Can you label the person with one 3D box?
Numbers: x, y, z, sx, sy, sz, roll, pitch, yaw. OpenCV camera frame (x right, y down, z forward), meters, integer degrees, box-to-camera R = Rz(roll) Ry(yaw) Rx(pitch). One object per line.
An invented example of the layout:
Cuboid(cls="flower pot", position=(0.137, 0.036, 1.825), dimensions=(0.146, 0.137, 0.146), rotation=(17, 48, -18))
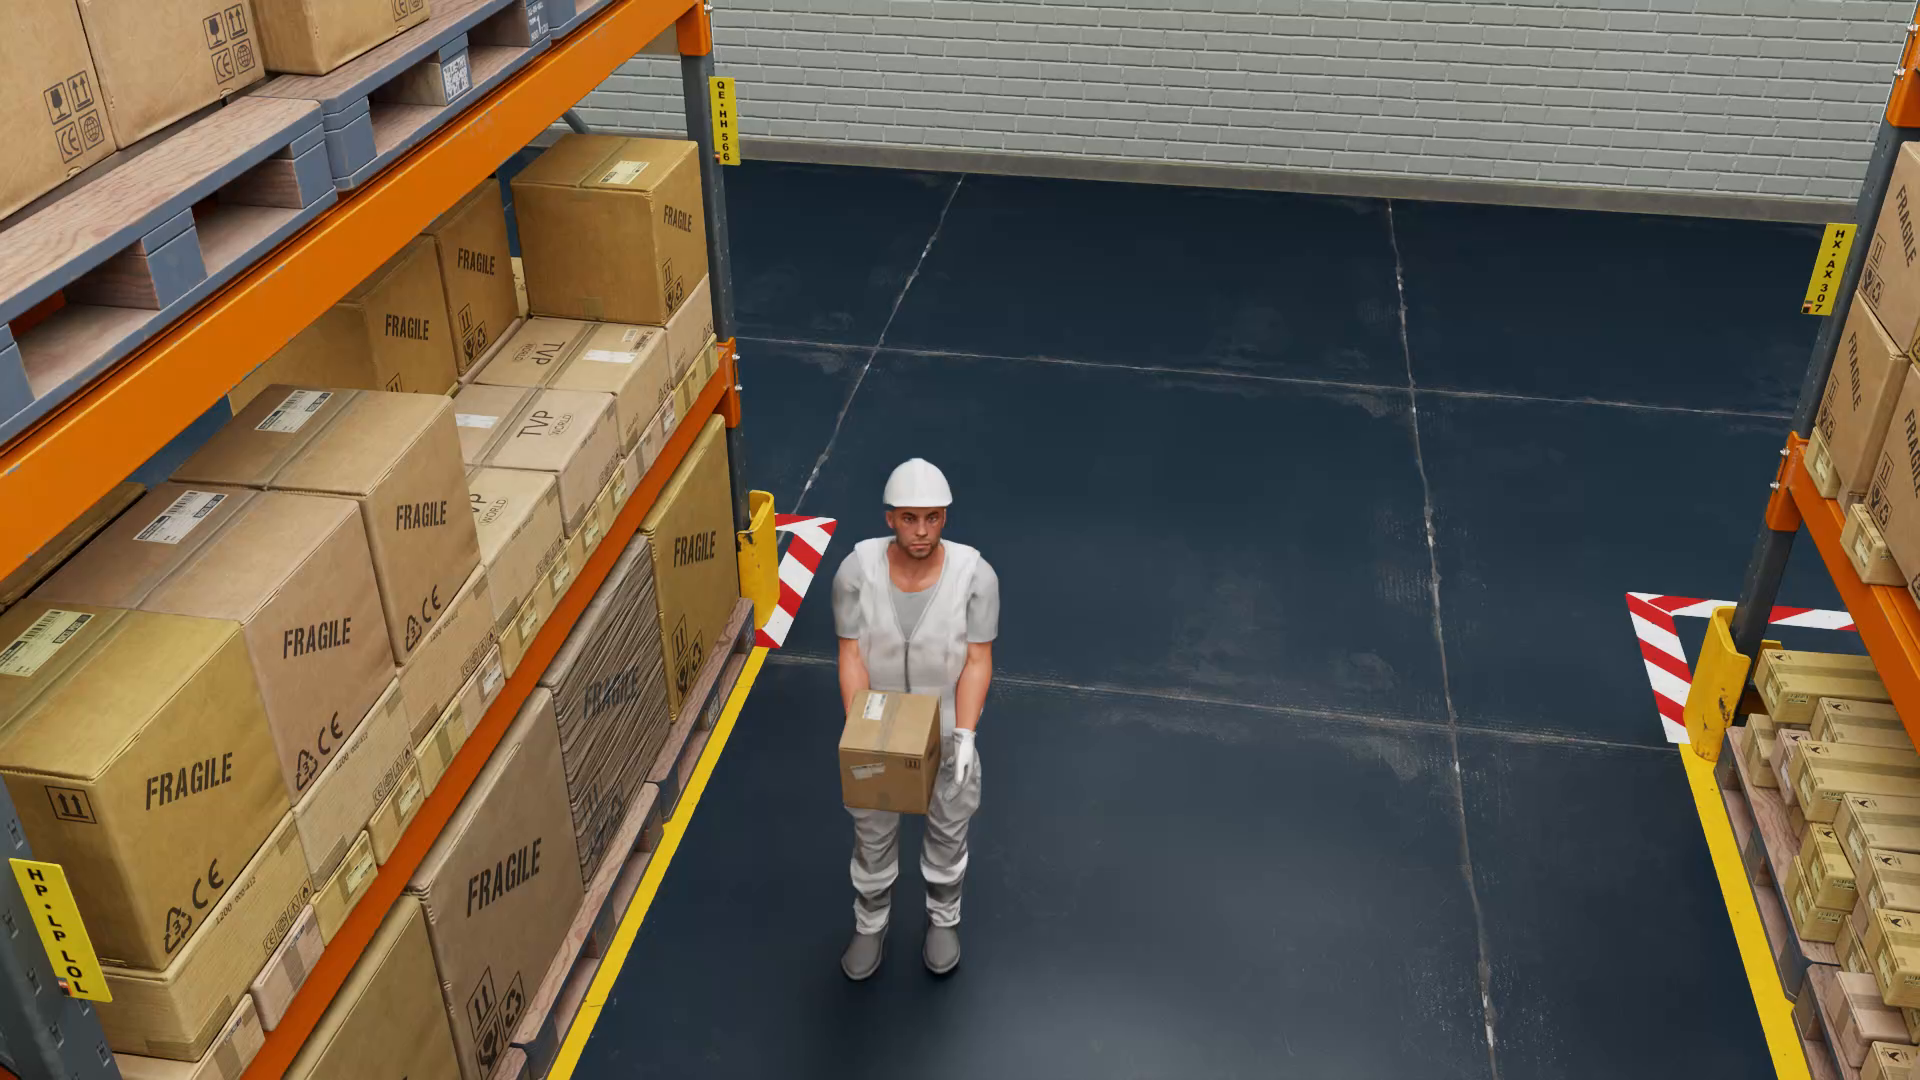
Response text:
Cuboid(cls="person", position=(-0.139, 0.619, 5.124), dimensions=(0.515, 1.793, 0.552), rotation=(0, 32, 0))
